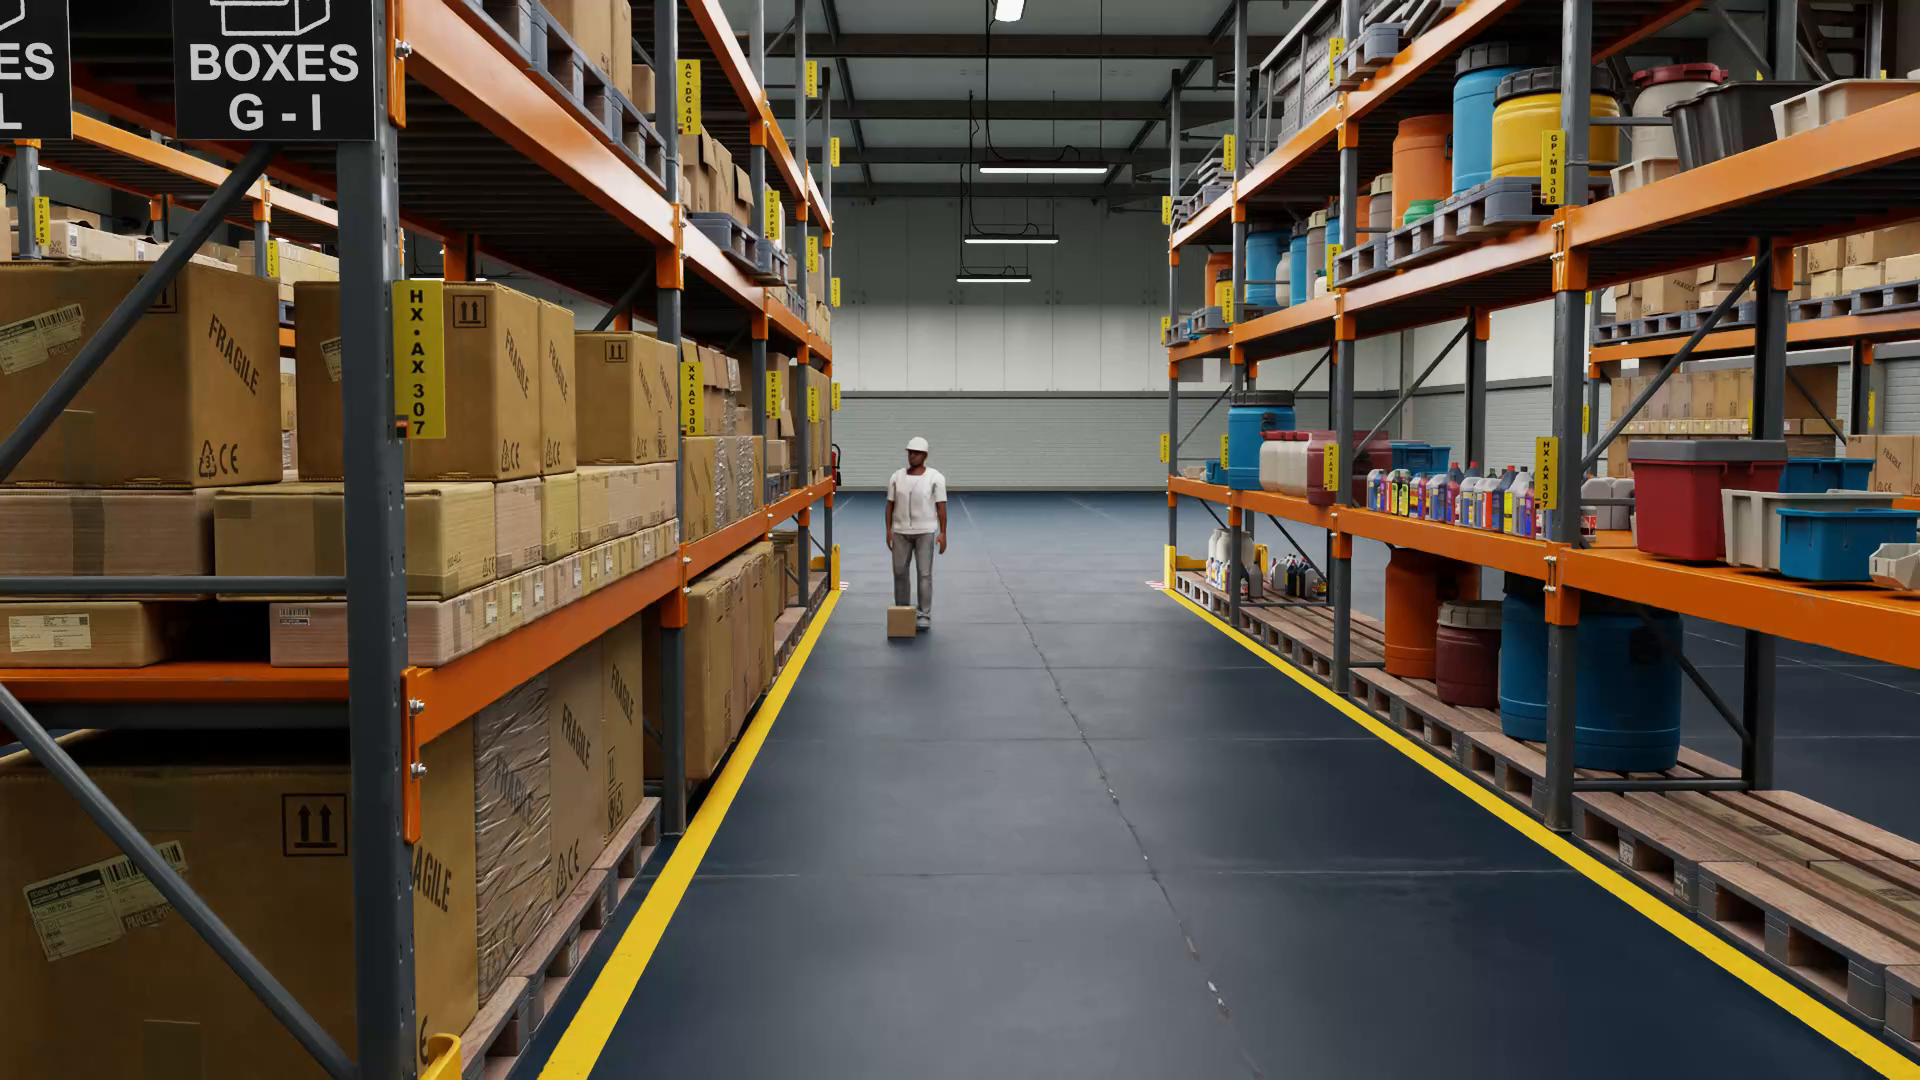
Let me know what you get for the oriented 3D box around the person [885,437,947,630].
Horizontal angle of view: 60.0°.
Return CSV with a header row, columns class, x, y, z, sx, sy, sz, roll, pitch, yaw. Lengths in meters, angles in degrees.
class,x,y,z,sx,sy,sz,roll,pitch,yaw
person,-0.413,-0.054,15.388,0.583,1.788,0.370,1,4,12
